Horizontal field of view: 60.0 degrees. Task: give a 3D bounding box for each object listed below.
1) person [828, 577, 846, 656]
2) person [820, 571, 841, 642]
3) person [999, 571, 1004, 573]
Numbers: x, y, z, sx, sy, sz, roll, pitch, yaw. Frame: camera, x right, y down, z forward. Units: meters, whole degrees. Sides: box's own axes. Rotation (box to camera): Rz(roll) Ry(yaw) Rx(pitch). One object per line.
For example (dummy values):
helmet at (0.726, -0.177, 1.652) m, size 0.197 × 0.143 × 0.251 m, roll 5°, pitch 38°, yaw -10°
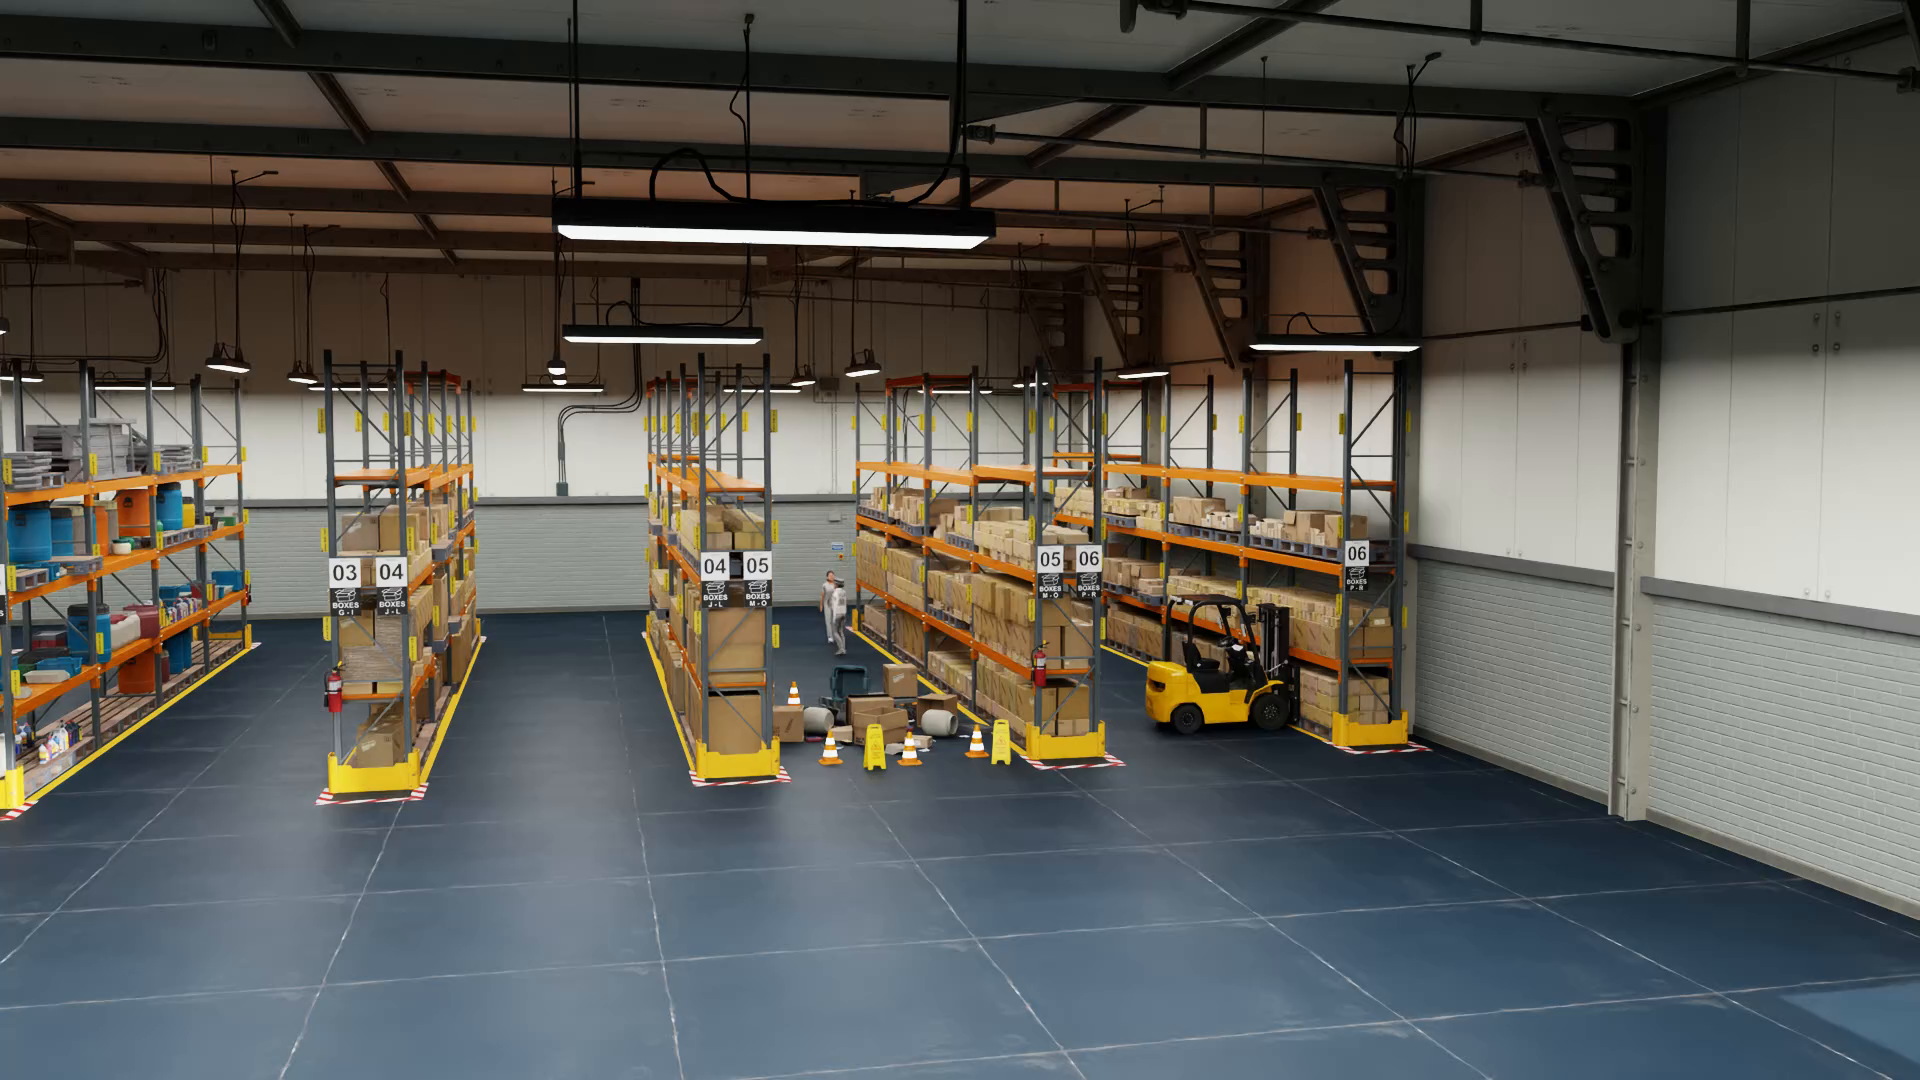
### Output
person at (-2.624, 1.672, 36.134) m, size 0.393 × 1.739 × 0.526 m, roll 2°, pitch 5°, yaw 29°
person at (-2.962, 1.516, 38.300) m, size 0.503 × 1.603 × 1.064 m, roll -1°, pitch 4°, yaw -11°
person at (1.030, 1.326, 40.355) m, size 0.541 × 1.832 × 0.616 m, roll 1°, pitch 4°, yaw 13°
